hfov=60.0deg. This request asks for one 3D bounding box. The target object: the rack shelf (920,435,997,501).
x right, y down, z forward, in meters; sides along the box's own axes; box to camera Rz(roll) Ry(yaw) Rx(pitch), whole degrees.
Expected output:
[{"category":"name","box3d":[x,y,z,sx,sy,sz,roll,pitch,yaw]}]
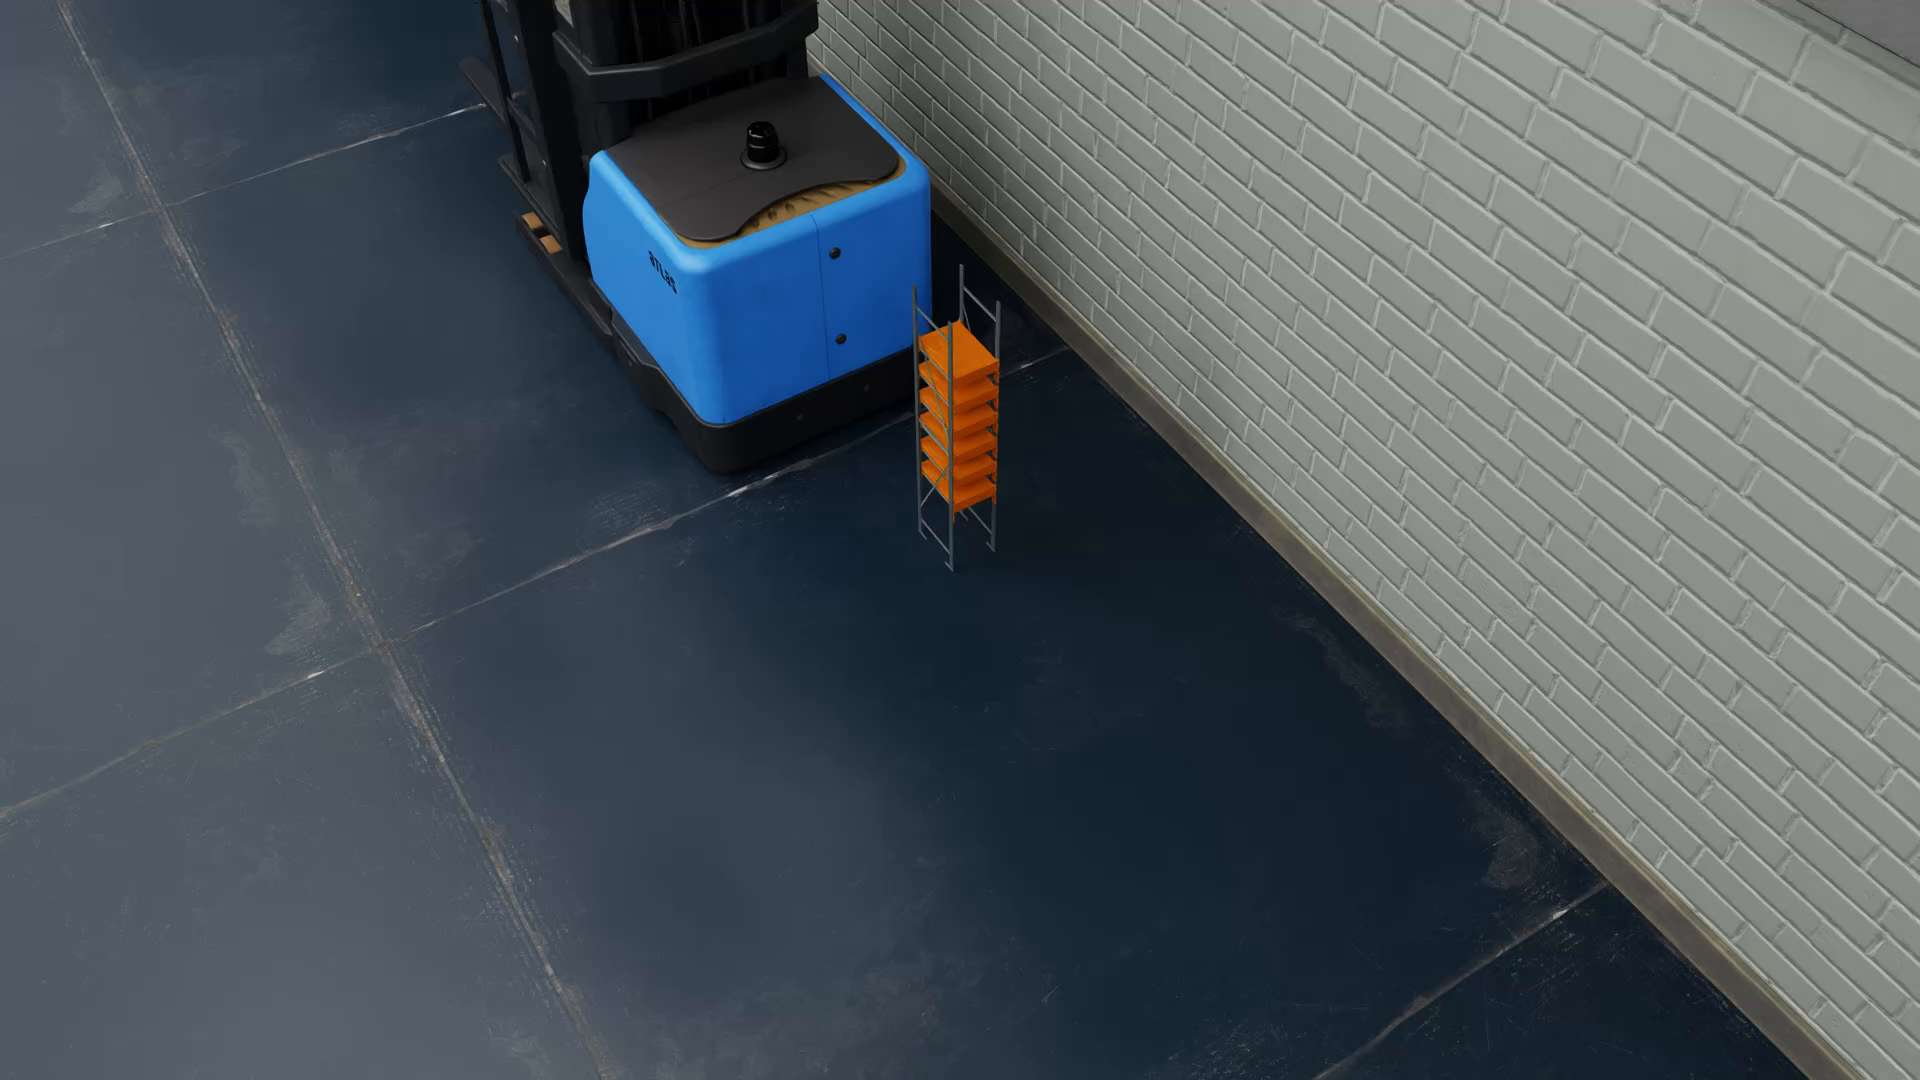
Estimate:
[{"category":"rack shelf","box3d":[-0.012,-0.284,5.920,0.180,0.103,0.258,-25,53,-21]}]

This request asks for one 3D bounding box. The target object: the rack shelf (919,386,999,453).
[{"category":"rack shelf","box3d":[-0.012,-0.444,5.740,0.180,0.103,0.258,-25,53,-21]}]

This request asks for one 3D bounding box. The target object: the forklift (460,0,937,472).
[{"category":"forklift","box3d":[-1.311,-2.321,6.354,1.130,2.935,3.031,-26,53,-21]}]

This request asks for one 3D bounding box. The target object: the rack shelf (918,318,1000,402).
[{"category":"rack shelf","box3d":[-0.012,-0.603,5.561,0.180,0.103,0.258,-25,53,-21]}]

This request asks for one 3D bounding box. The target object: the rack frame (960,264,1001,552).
[{"category":"rack frame","box3d":[0.065,-0.430,5.829,0.006,1.200,0.240,-25,53,-21]}]

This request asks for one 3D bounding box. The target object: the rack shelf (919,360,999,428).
[{"category":"rack shelf","box3d":[-0.012,-0.523,5.651,0.180,0.103,0.258,-25,53,-21]}]

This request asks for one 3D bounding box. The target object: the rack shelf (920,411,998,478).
[{"category":"rack shelf","box3d":[-0.012,-0.364,5.830,0.180,0.103,0.258,-25,53,-21]}]

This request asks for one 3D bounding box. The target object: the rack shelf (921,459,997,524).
[{"category":"rack shelf","box3d":[-0.012,-0.204,6.009,0.180,0.103,0.258,-25,53,-21]}]

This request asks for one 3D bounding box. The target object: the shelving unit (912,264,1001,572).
[{"category":"shelving unit","box3d":[-0.012,-0.393,5.797,0.189,1.200,0.258,-25,53,-21]}]

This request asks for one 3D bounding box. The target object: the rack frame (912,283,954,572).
[{"category":"rack frame","box3d":[-0.090,-0.357,5.764,0.006,1.200,0.240,-25,53,-21]}]
